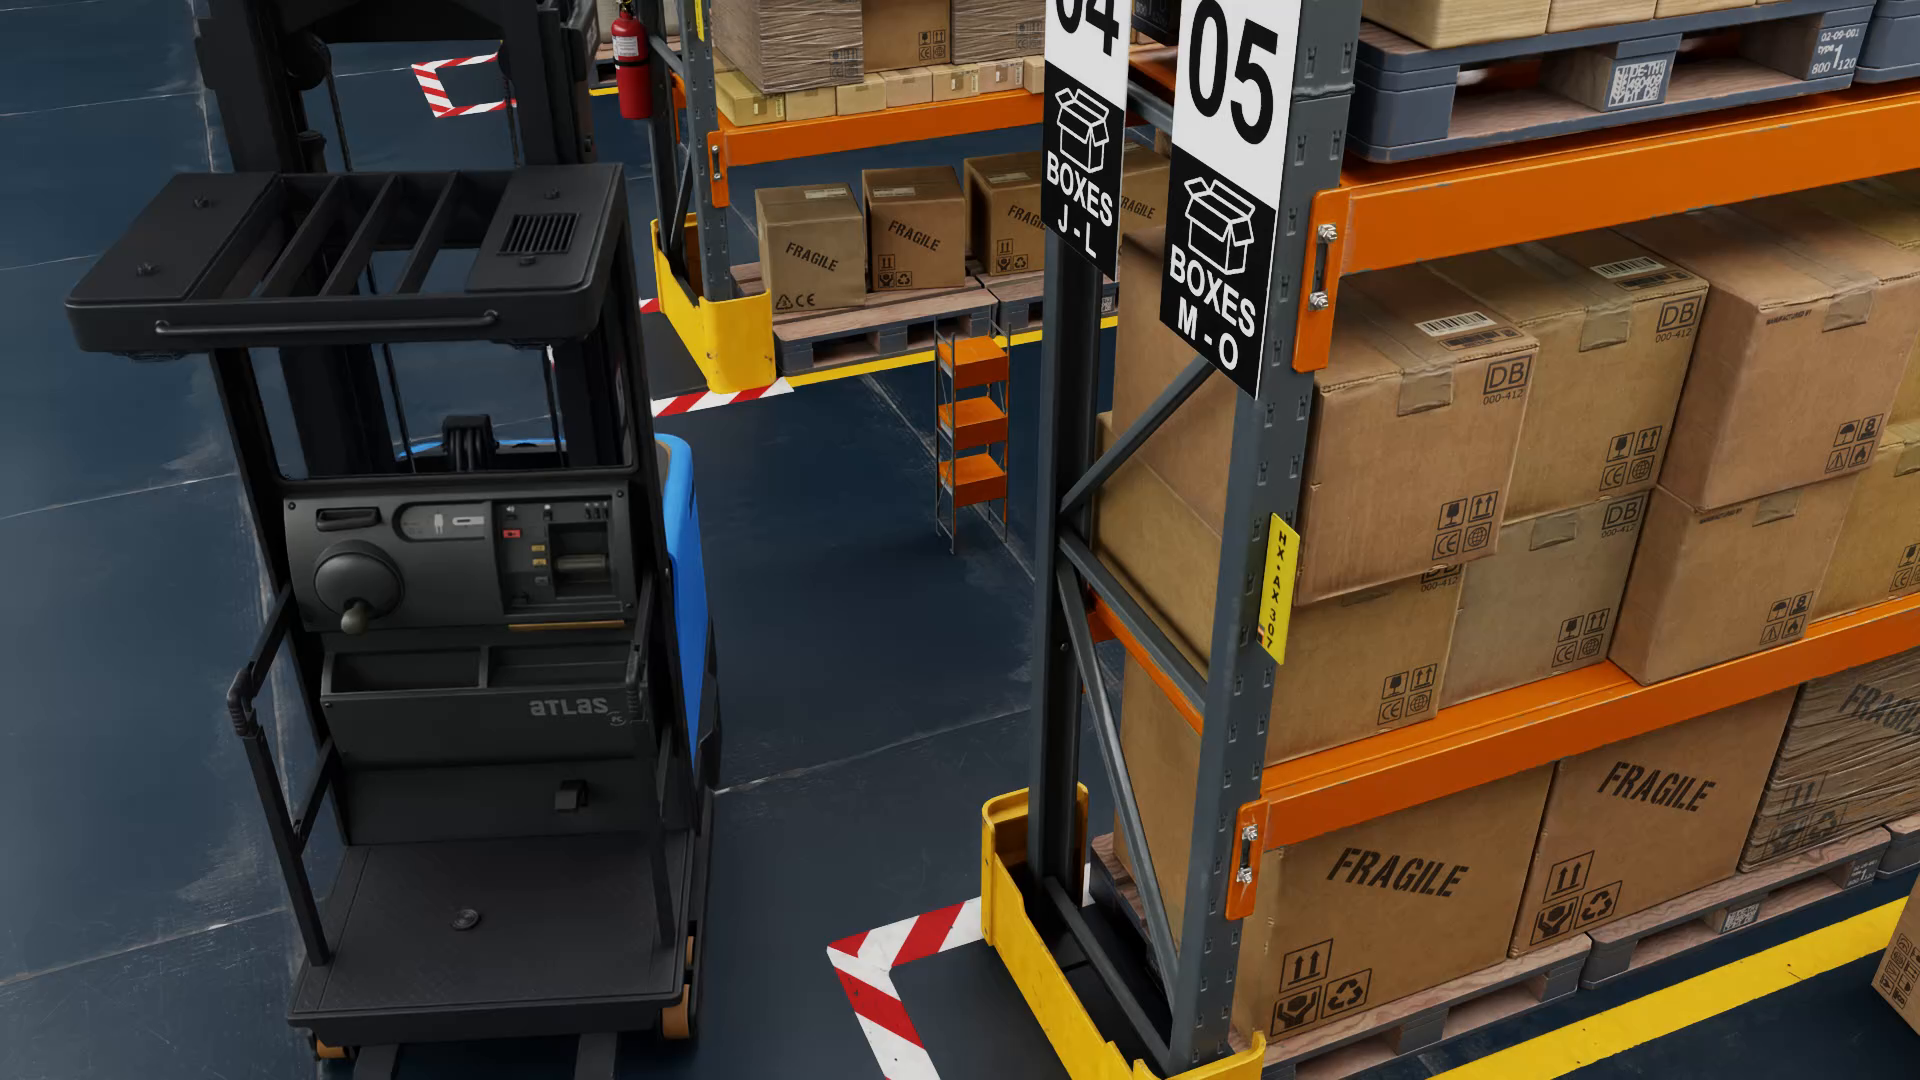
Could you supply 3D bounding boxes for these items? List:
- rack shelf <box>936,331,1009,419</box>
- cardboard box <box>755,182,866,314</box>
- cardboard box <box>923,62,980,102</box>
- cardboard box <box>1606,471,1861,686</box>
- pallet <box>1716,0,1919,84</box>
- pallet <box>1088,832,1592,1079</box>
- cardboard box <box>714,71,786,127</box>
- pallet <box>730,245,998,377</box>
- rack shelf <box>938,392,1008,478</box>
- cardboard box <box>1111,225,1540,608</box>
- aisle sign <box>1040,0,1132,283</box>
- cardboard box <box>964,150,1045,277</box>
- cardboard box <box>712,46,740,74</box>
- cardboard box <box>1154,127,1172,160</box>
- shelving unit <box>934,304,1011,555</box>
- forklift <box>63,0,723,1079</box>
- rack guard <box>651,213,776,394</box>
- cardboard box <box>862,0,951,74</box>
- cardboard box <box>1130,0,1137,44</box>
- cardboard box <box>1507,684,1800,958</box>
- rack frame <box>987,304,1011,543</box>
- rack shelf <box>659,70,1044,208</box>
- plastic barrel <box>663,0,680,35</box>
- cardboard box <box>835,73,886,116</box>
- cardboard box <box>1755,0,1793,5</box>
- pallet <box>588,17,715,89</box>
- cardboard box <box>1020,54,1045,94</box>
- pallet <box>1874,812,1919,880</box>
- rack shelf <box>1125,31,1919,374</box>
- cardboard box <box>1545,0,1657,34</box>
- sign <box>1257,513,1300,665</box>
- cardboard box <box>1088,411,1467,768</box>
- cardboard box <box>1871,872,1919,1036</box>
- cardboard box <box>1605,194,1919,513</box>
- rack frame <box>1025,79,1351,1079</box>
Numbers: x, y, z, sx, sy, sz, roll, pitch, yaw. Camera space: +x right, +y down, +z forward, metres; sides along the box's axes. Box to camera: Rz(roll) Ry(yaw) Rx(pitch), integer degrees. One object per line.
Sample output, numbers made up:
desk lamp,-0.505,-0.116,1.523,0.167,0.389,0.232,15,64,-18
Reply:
rack shelf,0.049,-0.680,6.832,0.240,0.259,0.215,-13,35,-19
cardboard box,-0.791,-1.547,8.784,0.500,0.500,0.500,-7,34,-10
cardboard box,-0.088,-2.331,8.312,0.250,0.149,0.380,-13,35,-19
cardboard box,1.842,-0.126,4.555,0.550,0.550,0.875,-13,35,-19
pallet,2.260,-1.421,4.015,1.213,0.211,1.003,-13,35,-19
pallet,1.161,1.181,5.241,1.213,0.211,1.003,-13,35,-19
cardboard box,-1.018,-2.130,8.003,0.250,0.149,0.380,-13,35,-19
pallet,-0.540,-1.296,9.048,1.213,0.211,1.003,-13,35,-19
rack shelf,0.049,-0.442,6.987,0.240,0.259,0.215,-13,35,-19
cardboard box,0.811,-0.354,3.916,0.550,0.550,0.875,-13,35,-19
aisle sign,0.272,-1.005,3.661,0.004,0.787,0.394,-13,35,-19
cardboard box,0.332,-1.813,9.193,0.500,0.500,0.500,-10,34,-14
cardboard box,-1.190,-2.354,8.347,0.250,0.149,0.380,-13,35,-19
cardboard box,1.405,-2.079,9.601,0.500,0.500,0.500,-2,33,-4
shelving unit,0.049,-0.451,6.981,0.252,1.050,0.215,-13,35,-19
forklift,-1.354,0.108,4.397,1.130,2.935,3.031,-2,33,-3
rack guard,-1.303,-1.263,8.733,0.348,0.500,1.175,-13,35,-19
cardboard box,-0.441,-2.730,8.331,0.500,0.500,0.875,-13,35,-19
cardboard box,0.502,-2.913,8.613,0.500,0.500,0.875,-13,35,-19
cardboard box,1.864,0.572,5.184,0.875,0.875,0.875,-13,35,-20
rack frame,0.162,-0.477,7.021,0.008,1.050,0.200,-13,35,-19
rack shelf,0.471,-2.416,8.872,4.000,0.370,1.077,-13,35,-19
plastic barrel,-2.251,-4.202,12.854,0.421,0.512,0.421,0,33,0
cardboard box,-0.544,-2.218,8.139,0.250,0.149,0.380,-13,35,-19
cardboard box,1.593,-1.221,3.380,0.250,0.149,0.380,-13,35,-19
pallet,-2.488,-3.825,12.936,1.213,0.211,1.003,-13,35,-19
cardboard box,0.402,-2.398,8.415,0.250,0.149,0.380,-13,35,-19
pallet,3.410,0.666,6.033,1.213,0.211,1.003,-13,35,-19
rack shelf,2.298,-1.157,4.188,4.000,0.370,1.077,-13,35,-19
cardboard box,1.129,-1.115,3.216,0.250,0.149,0.380,-13,35,-18
sign,0.663,0.105,3.472,0.005,0.325,0.100,-13,35,-19
cardboard box,0.778,0.057,4.275,0.550,0.550,0.875,-13,35,-19
cardboard box,3.108,1.266,4.843,0.500,0.500,0.500,-7,34,-11
cardboard box,1.851,-0.566,4.242,0.550,0.550,0.875,-13,35,-19
rack frame,0.454,0.221,4.161,0.127,3.000,1.000,-13,35,-19
